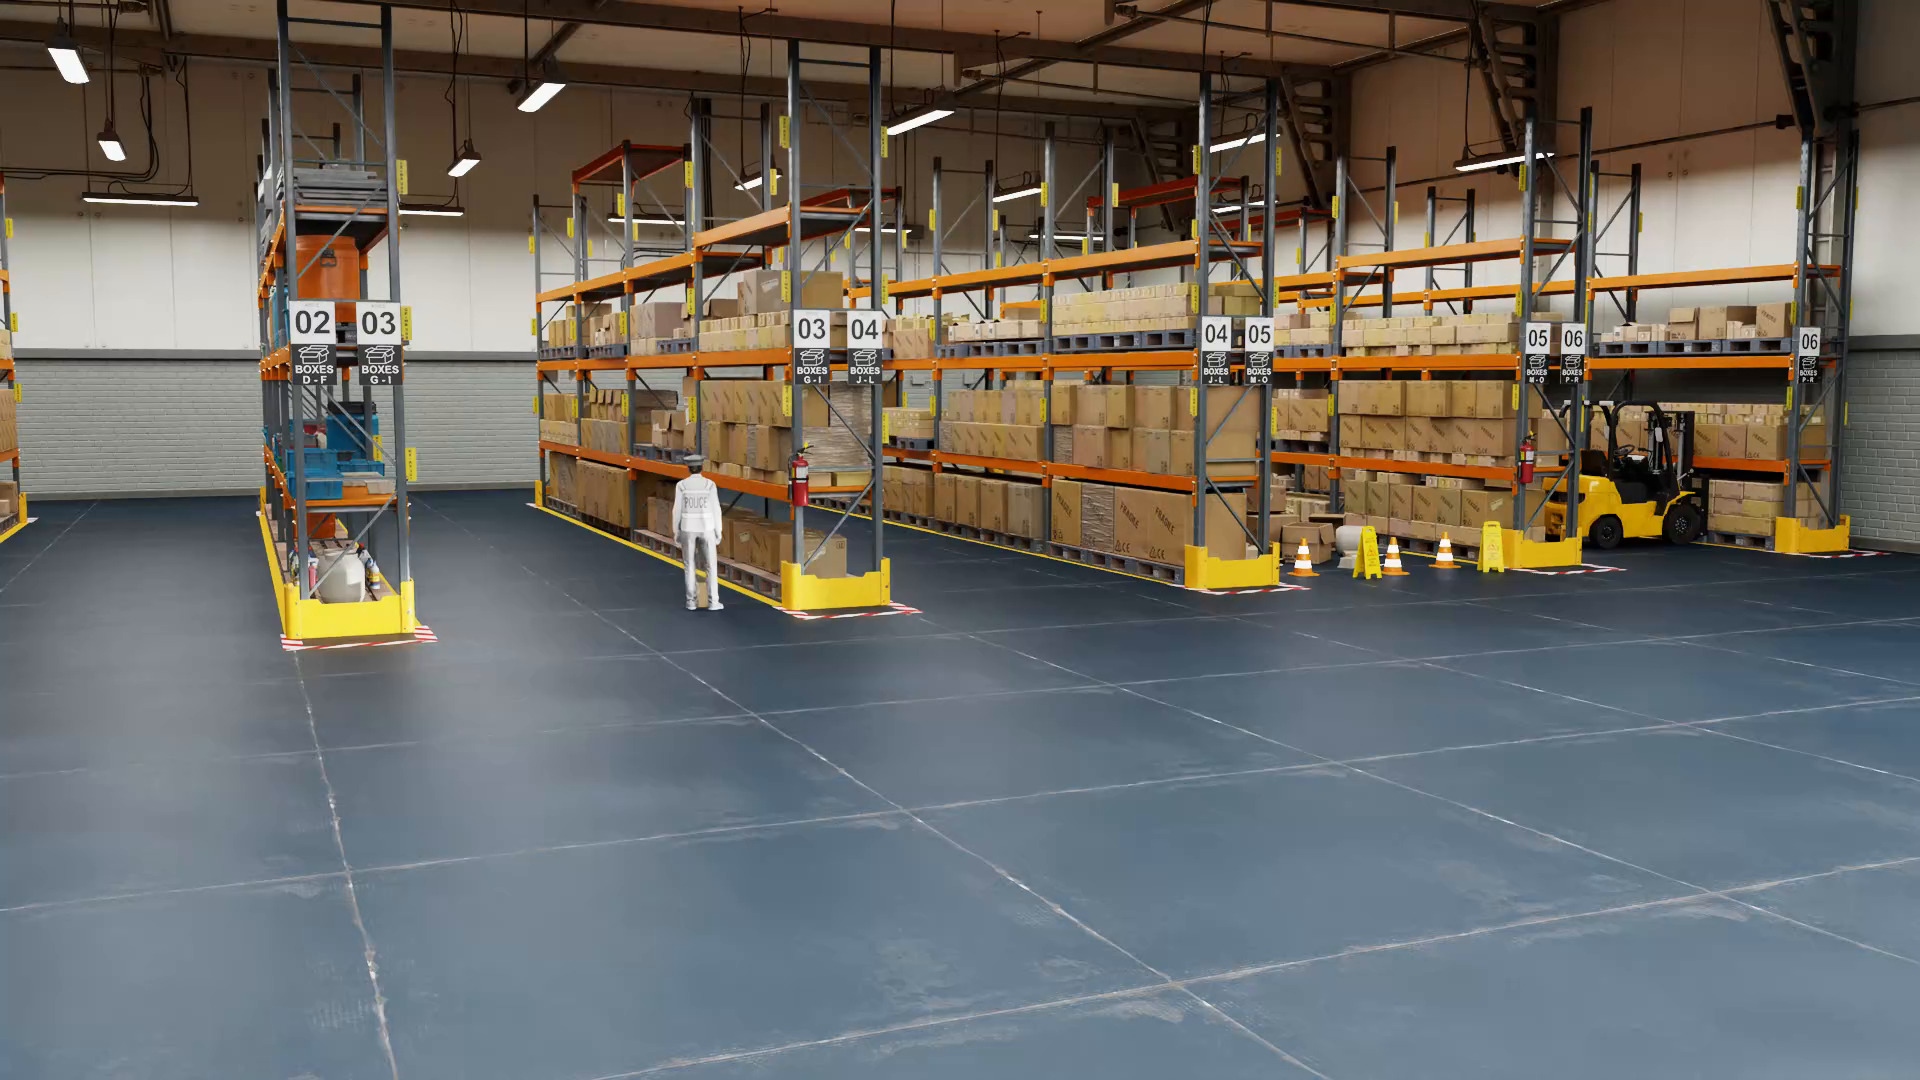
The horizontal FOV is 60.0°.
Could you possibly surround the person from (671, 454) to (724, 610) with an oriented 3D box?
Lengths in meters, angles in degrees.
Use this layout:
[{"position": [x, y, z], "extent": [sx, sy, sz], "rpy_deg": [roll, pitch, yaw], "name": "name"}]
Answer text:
[{"position": [-2.818, -0.080, 17.797], "extent": [0.547, 1.666, 0.410], "rpy_deg": [-1, 6, -6], "name": "person"}]
